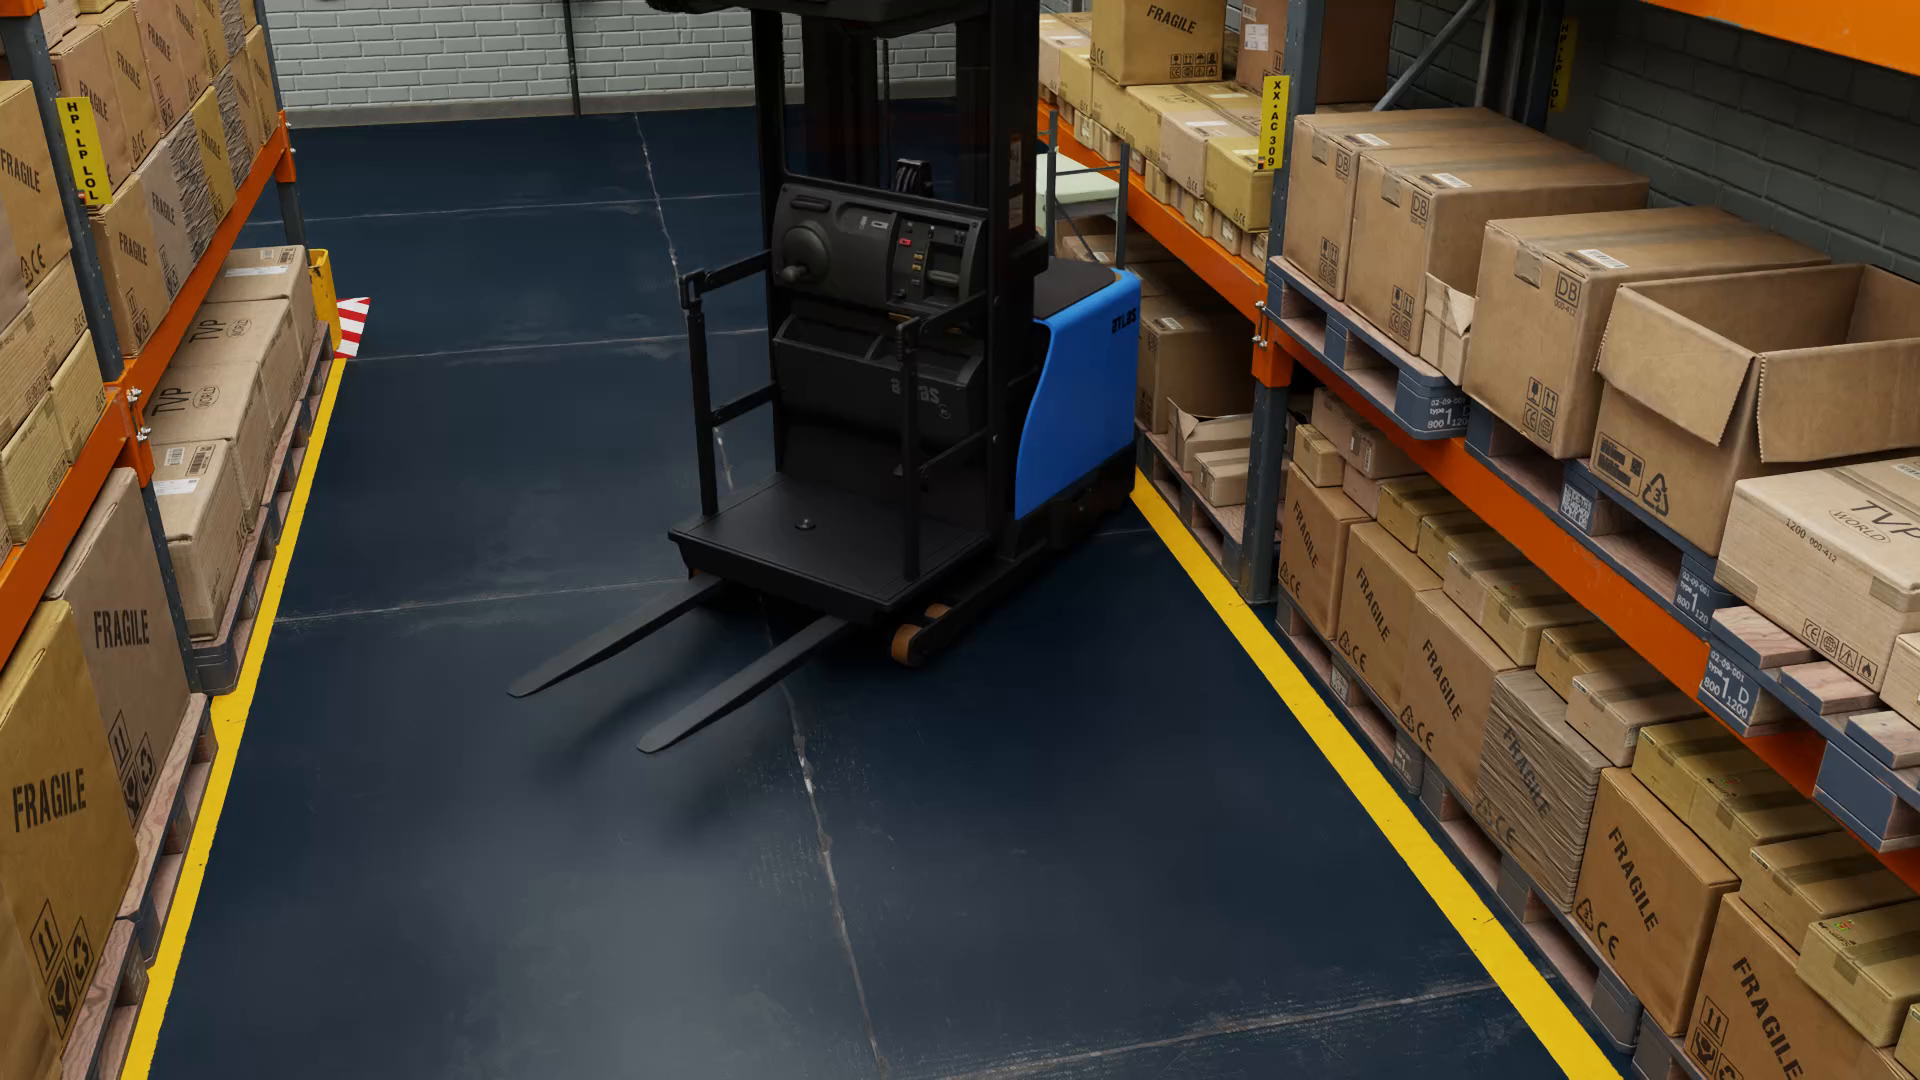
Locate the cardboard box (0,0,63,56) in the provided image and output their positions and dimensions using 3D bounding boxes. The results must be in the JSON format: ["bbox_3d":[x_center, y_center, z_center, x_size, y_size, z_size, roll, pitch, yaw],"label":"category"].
[{"bbox_3d":[-3.015,-1.587,5.126,0.380,0.149,0.250,-6,27,-12],"label":"cardboard box"}]

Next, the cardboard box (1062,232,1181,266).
[{"bbox_3d":[0.937,-1.318,8.840,0.700,0.500,0.500,-5,27,-9],"label":"cardboard box"}]

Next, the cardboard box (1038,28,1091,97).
[{"bbox_3d":[0.691,-2.522,8.753,0.500,0.250,0.500,-6,27,-11],"label":"cardboard box"}]

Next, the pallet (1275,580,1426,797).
[{"bbox_3d":[1.859,0.451,6.123,1.003,0.211,1.213,-6,27,-12],"label":"pallet"}]

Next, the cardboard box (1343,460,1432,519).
[{"bbox_3d":[1.598,-0.211,5.926,0.380,0.149,0.250,-7,28,-13],"label":"cardboard box"}]

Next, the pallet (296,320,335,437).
[{"bbox_3d":[-3.842,-0.810,8.621,1.003,0.211,1.213,-6,27,-12],"label":"pallet"}]

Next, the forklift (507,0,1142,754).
[{"bbox_3d":[-0.442,-1.068,6.114,1.130,2.935,3.031,17,31,30],"label":"forklift"}]

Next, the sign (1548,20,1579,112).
[{"bbox_3d":[2.178,-1.722,6.049,0.100,0.325,0.005,-6,27,-12],"label":"sign"}]

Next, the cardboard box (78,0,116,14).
[{"bbox_3d":[-3.183,-1.922,5.788,0.380,0.149,0.250,-6,27,-12],"label":"cardboard box"}]

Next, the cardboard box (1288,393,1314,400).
[{"bbox_3d":[1.622,-0.567,7.742,0.380,0.149,0.250,-6,27,-12],"label":"cardboard box"}]

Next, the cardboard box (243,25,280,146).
[{"bbox_3d":[-3.732,-2.258,8.283,0.500,0.500,0.500,-6,27,-11],"label":"cardboard box"}]

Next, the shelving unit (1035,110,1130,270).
[{"bbox_3d":[0.429,-1.223,8.008,0.431,1.500,0.755,-11,29,-20],"label":"shelving unit"}]

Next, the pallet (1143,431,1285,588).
[{"bbox_3d":[1.485,-0.204,7.421,1.003,0.211,1.213,-6,27,-12],"label":"pallet"}]

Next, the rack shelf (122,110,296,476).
[{"bbox_3d":[-3.647,-1.199,7.094,1.077,0.370,4.000,-6,27,-12],"label":"rack shelf"}]

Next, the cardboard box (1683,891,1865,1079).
[{"bbox_3d":[2.133,1.152,3.946,0.500,0.500,0.500,-6,27,-12],"label":"cardboard box"}]

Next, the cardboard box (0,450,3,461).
[{"bbox_3d":[-2.618,-0.184,3.897,0.500,0.250,0.500,-5,27,-10],"label":"cardboard box"}]

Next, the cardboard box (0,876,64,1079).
[{"bbox_3d":[-2.567,1.171,3.492,0.875,0.875,0.875,-6,27,-11],"label":"cardboard box"}]

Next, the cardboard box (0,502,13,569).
[{"bbox_3d":[-2.641,0.044,4.001,0.500,0.250,0.500,-7,28,-13],"label":"cardboard box"}]

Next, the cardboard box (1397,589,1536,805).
[{"bbox_3d":[1.766,0.468,5.301,0.500,0.500,0.500,-7,28,-13],"label":"cardboard box"}]

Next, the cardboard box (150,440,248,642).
[{"bbox_3d":[-3.234,0.028,6.243,0.875,0.438,0.875,-6,27,-12],"label":"cardboard box"}]

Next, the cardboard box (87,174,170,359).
[{"bbox_3d":[-3.047,-0.919,5.631,0.500,0.500,0.500,-5,27,-10],"label":"cardboard box"}]

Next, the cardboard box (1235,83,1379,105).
[{"bbox_3d":[1.556,-1.904,7.531,0.500,0.250,0.500,-5,27,-10],"label":"cardboard box"}]

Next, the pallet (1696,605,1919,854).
[{"bbox_3d":[2.319,0.404,3.334,1.213,0.211,1.003,-6,27,-12],"label":"pallet"}]

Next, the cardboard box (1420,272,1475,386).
[{"bbox_3d":[1.578,-0.626,4.845,0.396,0.266,0.258,-5,27,-9],"label":"cardboard box"}]

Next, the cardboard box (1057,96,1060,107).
[{"bbox_3d":[0.739,-2.400,8.956,0.380,0.149,0.250,-6,27,-12],"label":"cardboard box"}]

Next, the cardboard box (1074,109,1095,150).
[{"bbox_3d":[0.786,-2.049,8.259,0.380,0.149,0.250,-7,28,-13],"label":"cardboard box"}]

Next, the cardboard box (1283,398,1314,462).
[{"bbox_3d":[1.720,-0.449,7.328,0.500,0.311,0.500,-5,27,-10],"label":"cardboard box"}]

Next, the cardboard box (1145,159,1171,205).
[{"bbox_3d":[1.041,-1.601,7.371,0.380,0.149,0.250,-6,27,-12],"label":"cardboard box"}]

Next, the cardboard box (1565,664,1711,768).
[{"bbox_3d":[1.910,0.471,4.576,0.380,0.149,0.250,-7,28,-14],"label":"cardboard box"}]

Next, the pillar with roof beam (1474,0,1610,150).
[{"bbox_3d":[-1.835,-3.786,4.764,9.100,9.000,0.400,-6,27,-12],"label":"pillar with roof beam"}]

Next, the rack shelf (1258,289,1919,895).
[{"bbox_3d":[2.089,0.052,4.617,1.077,0.370,4.000,-6,27,-12],"label":"rack shelf"}]

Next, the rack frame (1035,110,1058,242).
[{"bbox_3d":[0.285,-1.375,8.309,0.400,1.500,0.023,-11,29,-20],"label":"rack frame"}]

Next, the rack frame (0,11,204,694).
[{"bbox_3d":[-3.197,-0.642,5.193,1.000,3.000,0.127,-6,27,-12],"label":"rack frame"}]

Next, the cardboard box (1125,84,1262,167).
[{"bbox_3d":[1.059,-1.851,7.425,0.500,0.250,0.500,-6,27,-12],"label":"cardboard box"}]

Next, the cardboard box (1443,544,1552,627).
[{"bbox_3d":[1.762,0.133,5.245,0.380,0.149,0.250,-6,27,-12],"label":"cardboard box"}]

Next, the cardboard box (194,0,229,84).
[{"bbox_3d":[-3.503,-2.258,7.173,0.500,0.500,0.500,-6,27,-12],"label":"cardboard box"}]

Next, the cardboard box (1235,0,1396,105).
[{"bbox_3d":[1.562,-2.229,7.341,0.500,0.500,0.500,-7,28,-13],"label":"cardboard box"}]

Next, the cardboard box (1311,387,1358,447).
[{"bbox_3d":[1.519,-0.463,6.097,0.380,0.149,0.250,-6,27,-12],"label":"cardboard box"}]

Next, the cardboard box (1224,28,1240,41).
[{"bbox_3d":[1.214,-2.568,8.845,0.500,0.250,0.500,-6,27,-11],"label":"cardboard box"}]

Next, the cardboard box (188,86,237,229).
[{"bbox_3d":[-3.379,-1.586,6.952,0.500,0.500,0.500,-5,27,-10],"label":"cardboard box"}]

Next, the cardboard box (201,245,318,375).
[{"bbox_3d":[-3.852,-1.162,8.601,0.875,0.438,0.875,-7,28,-13],"label":"cardboard box"}]

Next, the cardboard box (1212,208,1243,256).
[{"bbox_3d":[1.241,-1.262,6.700,0.380,0.149,0.250,-5,27,-10],"label":"cardboard box"}]

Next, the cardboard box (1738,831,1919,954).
[{"bbox_3d":[2.074,0.819,3.886,0.380,0.149,0.250,-7,28,-13],"label":"cardboard box"}]

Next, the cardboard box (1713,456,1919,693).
[{"bbox_3d":[1.987,0.058,3.507,0.500,0.250,0.500,-7,28,-14],"label":"cardboard box"}]

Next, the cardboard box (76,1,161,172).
[{"bbox_3d":[-3.176,-1.589,5.848,0.500,0.500,0.500,-6,27,-12],"label":"cardboard box"}]
